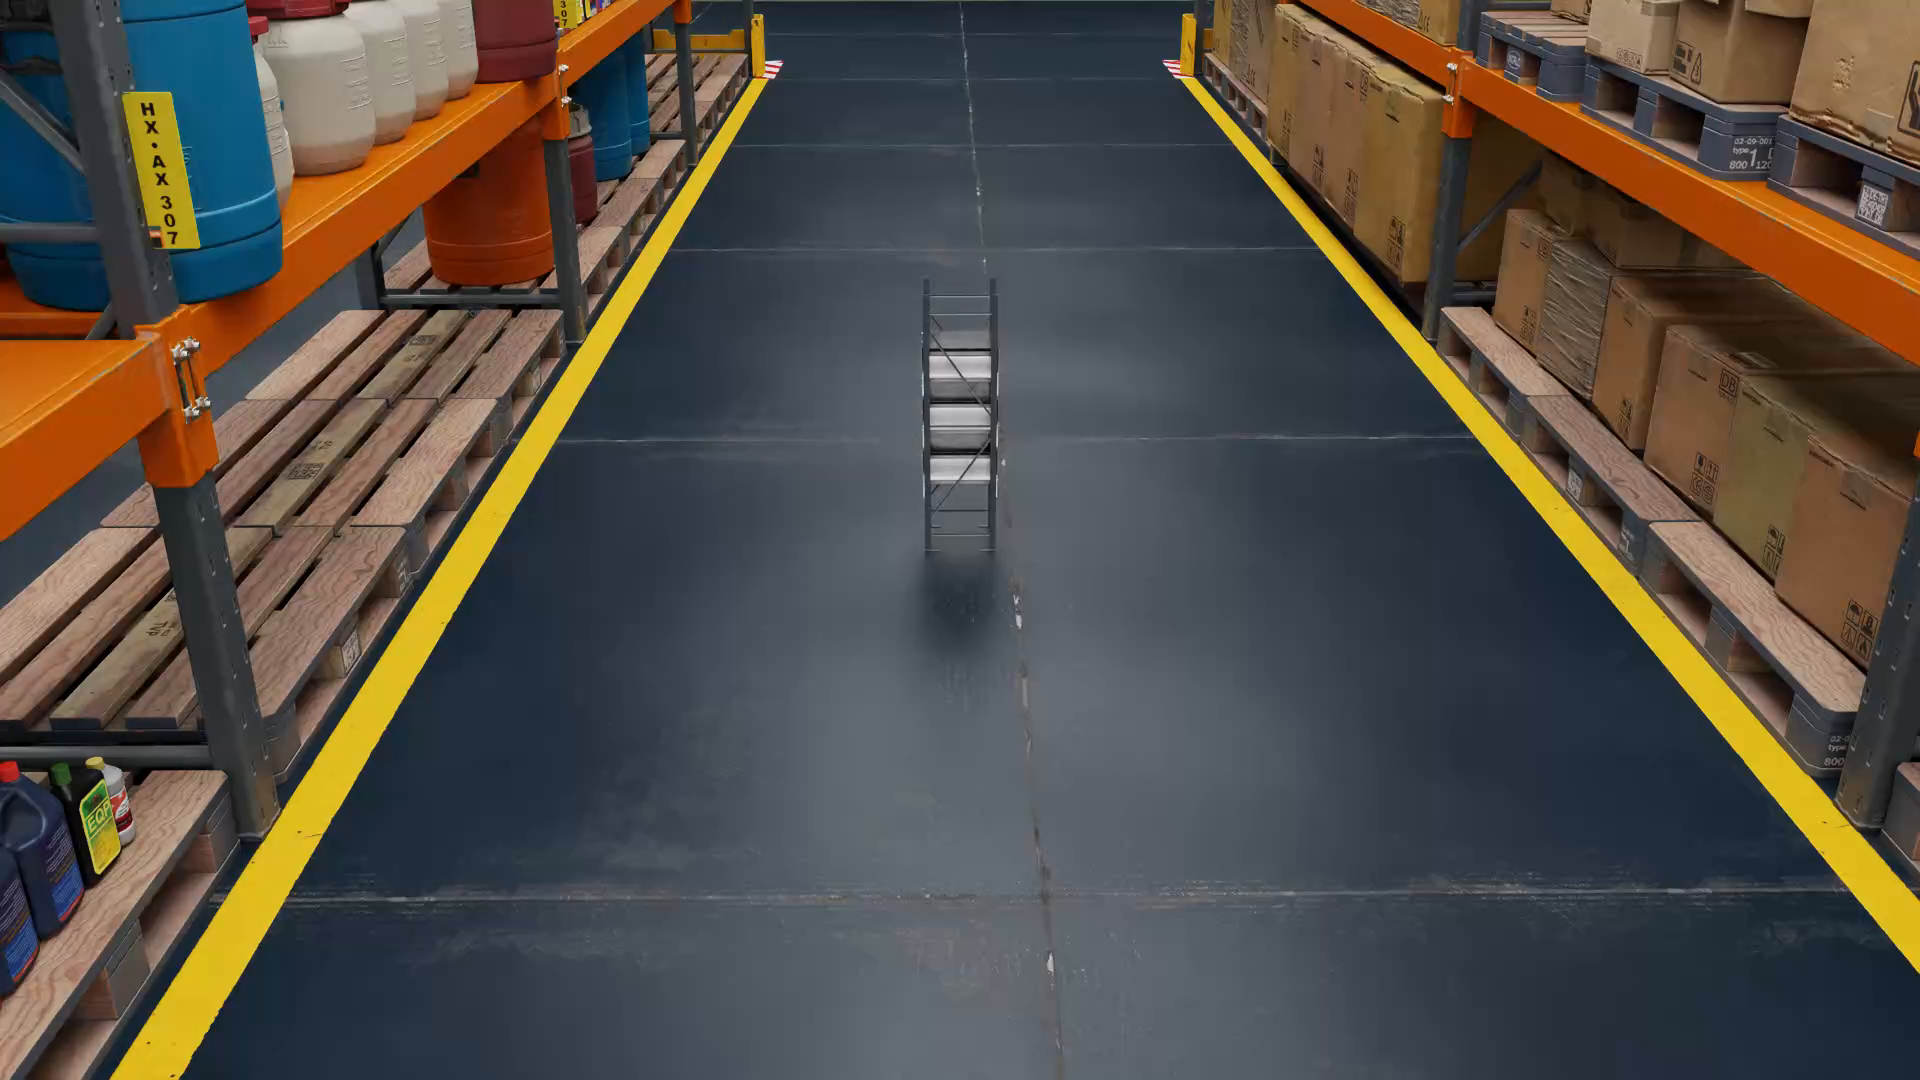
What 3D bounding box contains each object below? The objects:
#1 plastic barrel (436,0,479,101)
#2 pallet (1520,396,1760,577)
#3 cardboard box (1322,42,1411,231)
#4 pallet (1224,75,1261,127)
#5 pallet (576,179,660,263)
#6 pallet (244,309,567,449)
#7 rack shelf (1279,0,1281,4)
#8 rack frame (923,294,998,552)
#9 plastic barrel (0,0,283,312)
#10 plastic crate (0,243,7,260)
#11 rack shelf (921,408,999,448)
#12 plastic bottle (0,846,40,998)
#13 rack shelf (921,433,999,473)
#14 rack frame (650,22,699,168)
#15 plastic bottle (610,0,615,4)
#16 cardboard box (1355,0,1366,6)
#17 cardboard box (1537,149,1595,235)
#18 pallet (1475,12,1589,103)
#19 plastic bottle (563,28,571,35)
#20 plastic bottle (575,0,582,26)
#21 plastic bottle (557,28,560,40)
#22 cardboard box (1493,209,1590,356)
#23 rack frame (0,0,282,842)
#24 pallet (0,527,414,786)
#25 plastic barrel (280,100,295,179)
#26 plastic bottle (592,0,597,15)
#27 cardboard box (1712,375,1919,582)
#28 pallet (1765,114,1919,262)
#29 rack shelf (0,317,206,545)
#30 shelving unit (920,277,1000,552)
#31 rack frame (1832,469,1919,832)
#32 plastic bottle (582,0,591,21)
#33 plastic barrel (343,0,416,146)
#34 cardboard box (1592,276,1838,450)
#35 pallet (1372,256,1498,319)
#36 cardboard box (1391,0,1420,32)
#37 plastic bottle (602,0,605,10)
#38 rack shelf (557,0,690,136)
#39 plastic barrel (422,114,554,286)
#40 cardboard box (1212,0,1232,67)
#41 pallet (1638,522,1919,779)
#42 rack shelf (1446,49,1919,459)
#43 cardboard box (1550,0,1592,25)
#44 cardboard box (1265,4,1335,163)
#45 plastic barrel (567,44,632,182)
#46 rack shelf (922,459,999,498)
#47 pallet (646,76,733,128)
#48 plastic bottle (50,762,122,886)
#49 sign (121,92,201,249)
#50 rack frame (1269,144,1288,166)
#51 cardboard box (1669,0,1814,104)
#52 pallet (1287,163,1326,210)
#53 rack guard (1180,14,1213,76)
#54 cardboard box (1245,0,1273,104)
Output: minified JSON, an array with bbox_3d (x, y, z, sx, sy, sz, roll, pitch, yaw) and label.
[{"bbox_3d":[-2.038,-1.922,6.224,0.421,0.512,0.421,0,24,0],"label":"plastic barrel"},{"bbox_3d":[2.708,-0.222,5.985,1.003,0.211,1.213,0,24,-1],"label":"pallet"},{"bbox_3d":[2.701,-2.191,9.023,1.225,0.875,0.875,0,24,0],"label":"cardboard box"},{"bbox_3d":[2.700,-3.511,13.258,1.003,0.211,1.213,0,24,-1],"label":"pallet"},{"bbox_3d":[-2.323,-1.849,9.583,1.003,0.211,1.213,0,24,-1],"label":"pallet"},{"bbox_3d":[-2.293,-0.704,7.050,1.003,0.211,1.213,0,24,-1],"label":"pallet"},{"bbox_3d":[2.625,-4.461,12.846,1.077,0.370,4.000,0,24,-1],"label":"rack shelf"},{"bbox_3d":[0.001,-0.371,5.479,0.240,0.900,0.006,0,24,-1],"label":"rack frame"},{"bbox_3d":[-1.920,-1.035,3.789,0.600,0.901,0.708,0,24,-1],"label":"plastic barrel"},{"bbox_3d":[-2.530,-0.873,3.962,0.402,0.464,0.583,0,24,-1],"label":"plastic crate"},{"bbox_3d":[0.000,-0.383,5.586,0.258,0.077,0.200,0,24,-1],"label":"rack shelf"},{"bbox_3d":[-1.922,0.704,3.234,0.144,0.351,0.185,-1,24,-3],"label":"plastic bottle"},{"bbox_3d":[0.000,-0.301,5.623,0.258,0.077,0.200,0,24,-1],"label":"rack shelf"},{"bbox_3d":[-2.306,-3.942,10.826,1.000,3.000,0.127,0,24,-1],"label":"rack frame"},{"bbox_3d":[-1.957,-3.088,8.999,0.144,0.351,0.185,0,24,-1],"label":"plastic bottle"},{"bbox_3d":[2.424,-3.193,9.049,0.500,0.500,0.500,0,24,0],"label":"cardboard box"},{"bbox_3d":[2.727,-1.443,6.891,0.500,0.250,0.500,1,24,2],"label":"cardboard box"},{"bbox_3d":[2.804,-1.936,6.622,1.213,0.211,1.003,0,24,-1],"label":"pallet"},{"bbox_3d":[-1.902,-2.556,7.903,0.061,0.283,0.133,0,24,-1],"label":"plastic bottle"},{"bbox_3d":[-1.905,-2.667,8.147,0.061,0.283,0.133,0,24,-1],"label":"plastic bottle"},{"bbox_3d":[-1.918,-2.463,7.712,0.097,0.271,0.097,0,24,0],"label":"plastic bottle"},{"bbox_3d":[2.717,-1.102,7.045,0.700,0.500,0.500,-2,24,-3],"label":"cardboard box"},{"bbox_3d":[-2.219,-0.646,3.537,1.000,3.000,0.127,0,24,-1],"label":"rack frame"},{"bbox_3d":[-2.266,0.302,4.827,1.003,0.211,1.213,0,24,-1],"label":"pallet"},{"bbox_3d":[-2.080,-1.129,4.773,0.301,0.262,0.301,0,24,0],"label":"plastic barrel"},{"bbox_3d":[-1.928,-2.844,8.554,0.097,0.271,0.097,0,24,0],"label":"plastic bottle"},{"bbox_3d":[2.762,-0.179,5.005,0.700,0.500,0.500,0,24,-1],"label":"cardboard box"},{"bbox_3d":[2.871,-0.896,4.324,1.003,0.211,1.213,0,24,-1],"label":"pallet"},{"bbox_3d":[-2.197,0.506,1.863,1.077,0.370,4.000,0,24,-1],"label":"rack shelf"},{"bbox_3d":[0.000,-0.413,5.572,0.258,0.900,0.210,0,24,-1],"label":"shelving unit"},{"bbox_3d":[2.734,-0.668,3.587,1.000,3.000,0.127,0,24,-1],"label":"rack frame"},{"bbox_3d":[-1.907,-2.762,8.358,0.061,0.283,0.133,0,24,-1],"label":"plastic bottle"},{"bbox_3d":[-2.023,-1.583,5.446,0.433,0.535,0.433,0,24,0],"label":"plastic barrel"},{"bbox_3d":[2.749,-0.640,6.024,0.700,0.500,0.500,2,24,4],"label":"cardboard box"},{"bbox_3d":[2.757,-1.371,8.525,1.003,0.211,1.213,0,24,-1],"label":"pallet"},{"bbox_3d":[2.437,-2.769,8.112,0.500,0.500,0.500,0,24,-1],"label":"cardboard box"},{"bbox_3d":[-1.930,-2.939,8.764,0.097,0.271,0.097,0,24,0],"label":"plastic bottle"},{"bbox_3d":[-2.284,-2.790,9.152,1.077,0.370,4.000,0,24,-1],"label":"rack shelf"},{"bbox_3d":[-2.285,-1.698,7.988,0.600,0.830,0.708,0,24,-1],"label":"plastic barrel"},{"bbox_3d":[2.690,-4.573,14.289,0.875,0.875,0.875,0,24,-1],"label":"cardboard box"},{"bbox_3d":[2.724,0.282,4.871,1.003,0.211,1.213,0,24,-1],"label":"pallet"},{"bbox_3d":[2.712,-1.164,5.557,1.077,0.370,4.000,0,24,-1],"label":"rack shelf"},{"bbox_3d":[2.736,-2.331,6.632,0.500,0.500,0.500,-3,25,-7],"label":"cardboard box"},{"bbox_3d":[2.674,-2.924,10.644,1.225,0.875,0.875,0,24,0],"label":"cardboard box"},{"bbox_3d":[-2.310,-2.661,10.031,0.600,0.901,0.708,0,24,-1],"label":"plastic barrel"},{"bbox_3d":[0.000,-0.219,5.660,0.258,0.077,0.200,0,24,-1],"label":"rack shelf"},{"bbox_3d":[-2.369,-3.478,13.185,1.003,0.211,1.213,0,24,-1],"label":"pallet"},{"bbox_3d":[-1.884,0.588,3.571,0.061,0.283,0.133,1,24,2],"label":"plastic bottle"},{"bbox_3d":[-1.669,-0.770,3.476,0.100,0.325,0.005,0,24,-1],"label":"sign"},{"bbox_3d":[2.647,-3.964,10.875,1.000,3.000,0.127,0,24,-1],"label":"rack frame"},{"bbox_3d":[2.622,-1.620,5.057,0.797,0.503,0.637,2,24,5],"label":"cardboard box"},{"bbox_3d":[2.730,-2.376,10.748,1.003,0.211,1.213,0,24,-1],"label":"pallet"},{"bbox_3d":[2.603,-4.484,15.057,1.175,0.500,0.348,0,24,-1],"label":"rack guard"},{"bbox_3d":[2.709,-3.831,12.649,0.875,0.875,0.875,0,24,-1],"label":"cardboard box"}]
